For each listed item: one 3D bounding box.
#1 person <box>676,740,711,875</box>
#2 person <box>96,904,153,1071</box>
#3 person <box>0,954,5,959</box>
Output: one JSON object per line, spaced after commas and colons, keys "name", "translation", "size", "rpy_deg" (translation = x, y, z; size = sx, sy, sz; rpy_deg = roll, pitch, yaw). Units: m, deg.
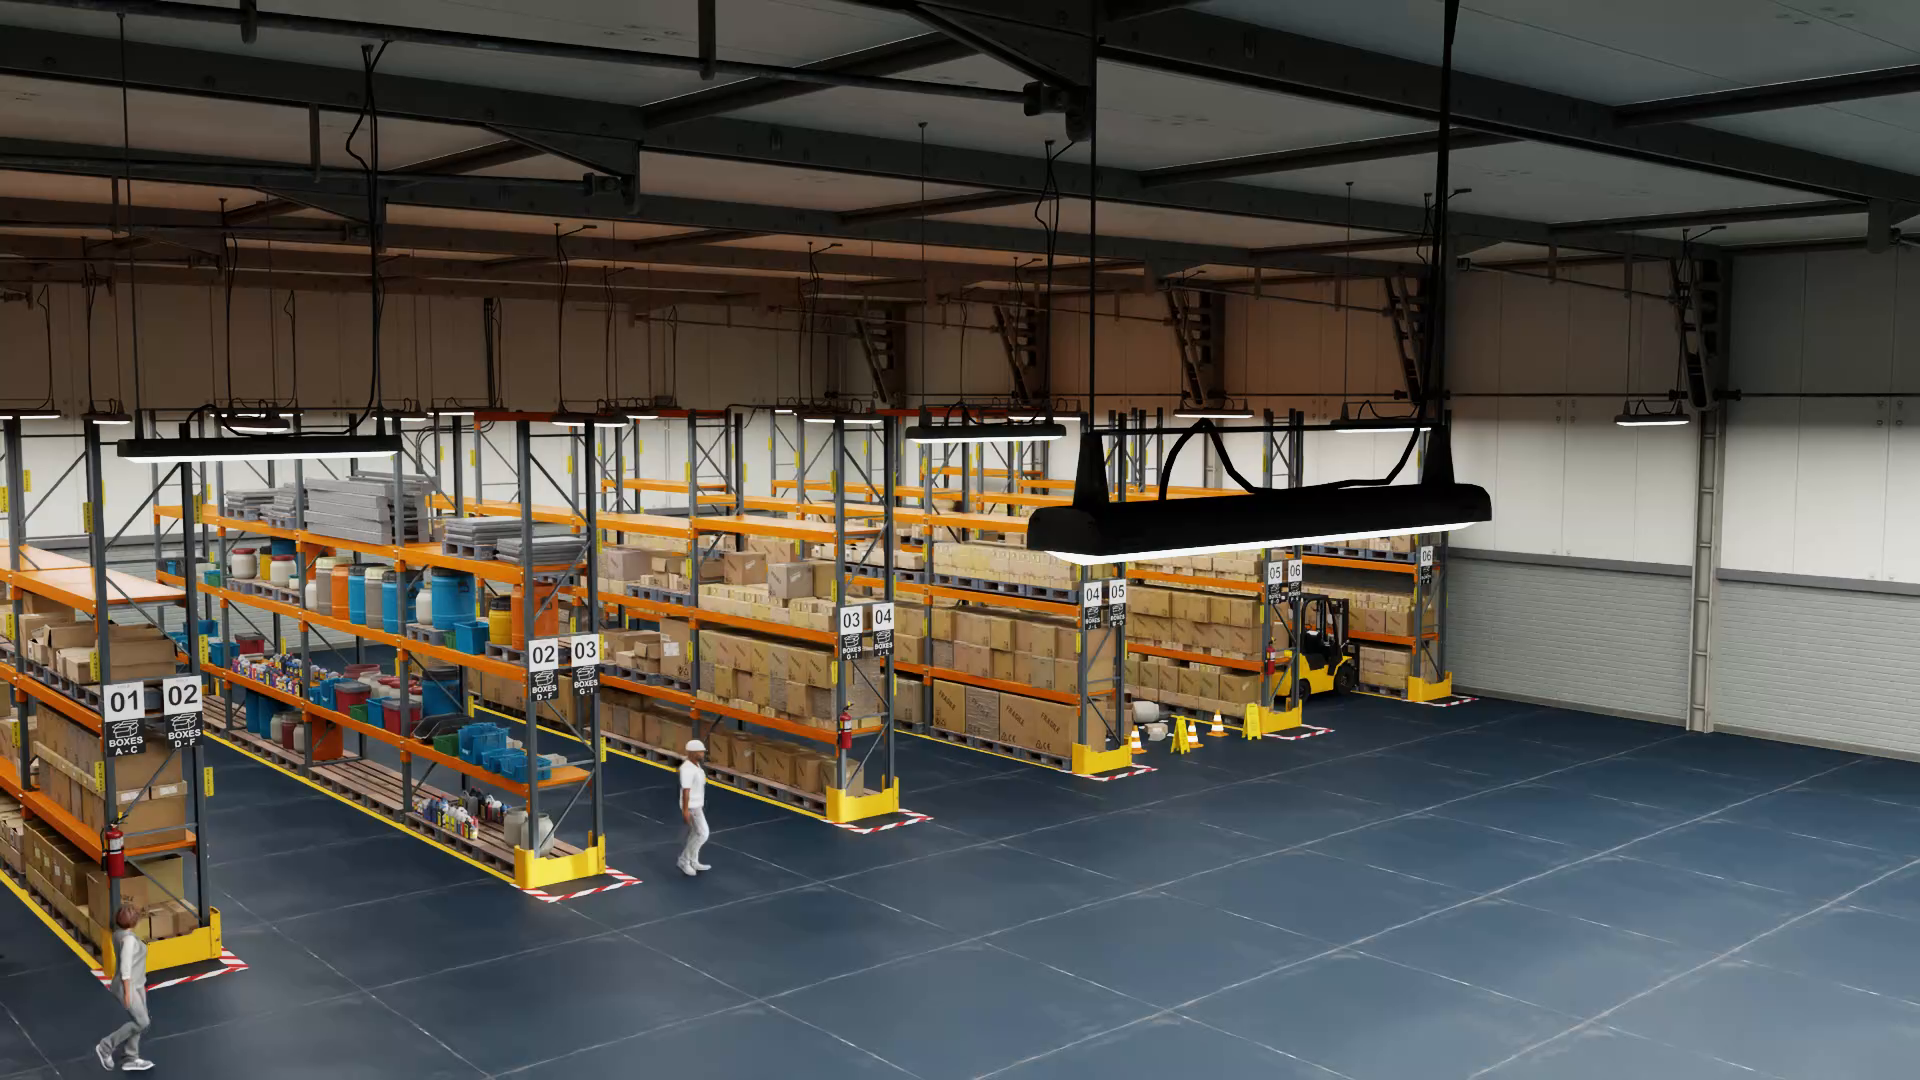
{"name": "person", "translation": [-3.534, 3.524, 22.040], "size": [0.441, 1.767, 0.647], "rpy_deg": [0, 5, -5]}
{"name": "person", "translation": [-7.784, 4.176, 15.482], "size": [0.477, 1.585, 0.473], "rpy_deg": [-1, 5, -9]}
{"name": "person", "translation": [-10.905, 3.867, 18.447], "size": [0.548, 1.750, 0.607], "rpy_deg": [-1, 5, -13]}
